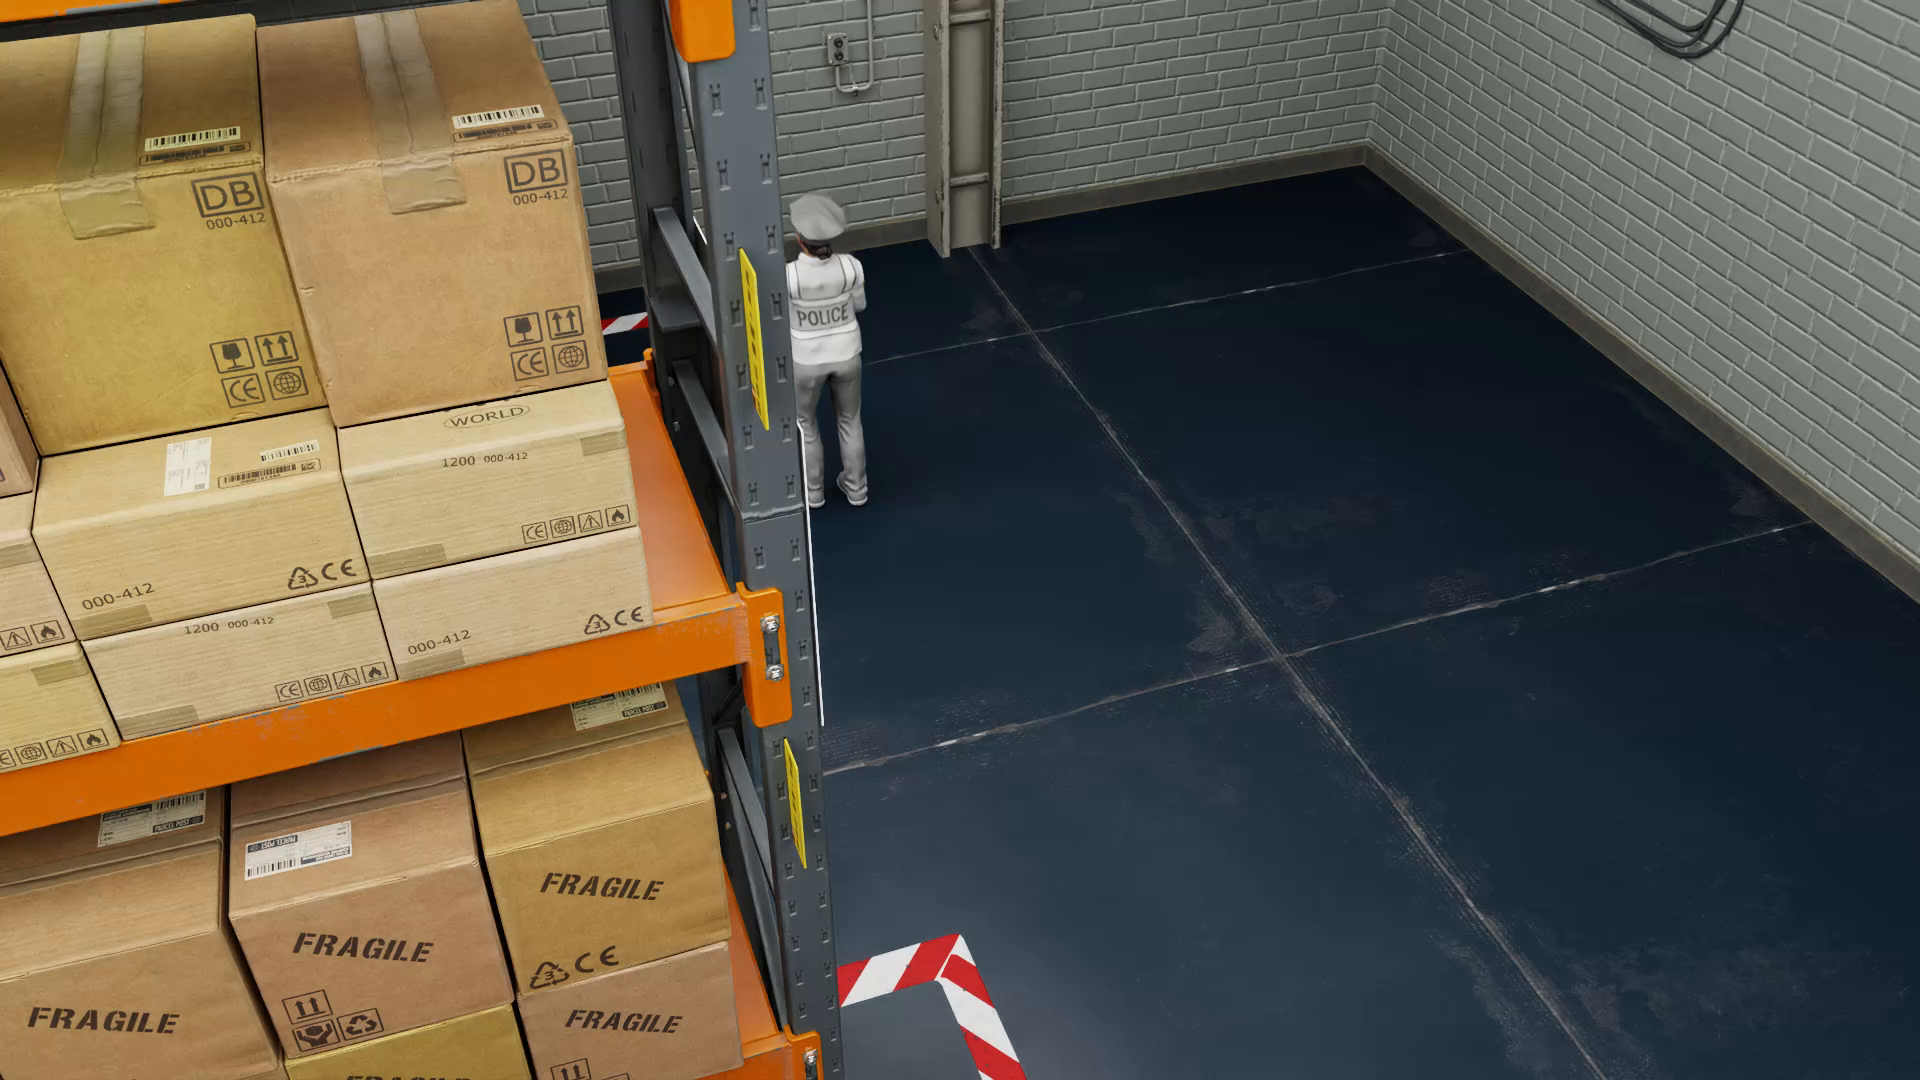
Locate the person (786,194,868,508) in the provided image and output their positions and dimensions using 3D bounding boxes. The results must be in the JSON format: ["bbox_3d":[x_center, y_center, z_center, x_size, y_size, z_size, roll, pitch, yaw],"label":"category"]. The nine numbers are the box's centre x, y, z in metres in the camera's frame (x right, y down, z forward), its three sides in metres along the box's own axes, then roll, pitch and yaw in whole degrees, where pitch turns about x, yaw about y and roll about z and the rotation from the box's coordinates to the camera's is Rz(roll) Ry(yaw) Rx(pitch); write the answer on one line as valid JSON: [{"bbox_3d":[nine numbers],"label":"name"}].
[{"bbox_3d":[-0.669,-0.906,7.928,0.459,1.687,0.553,-12,40,-15],"label":"person"}]
